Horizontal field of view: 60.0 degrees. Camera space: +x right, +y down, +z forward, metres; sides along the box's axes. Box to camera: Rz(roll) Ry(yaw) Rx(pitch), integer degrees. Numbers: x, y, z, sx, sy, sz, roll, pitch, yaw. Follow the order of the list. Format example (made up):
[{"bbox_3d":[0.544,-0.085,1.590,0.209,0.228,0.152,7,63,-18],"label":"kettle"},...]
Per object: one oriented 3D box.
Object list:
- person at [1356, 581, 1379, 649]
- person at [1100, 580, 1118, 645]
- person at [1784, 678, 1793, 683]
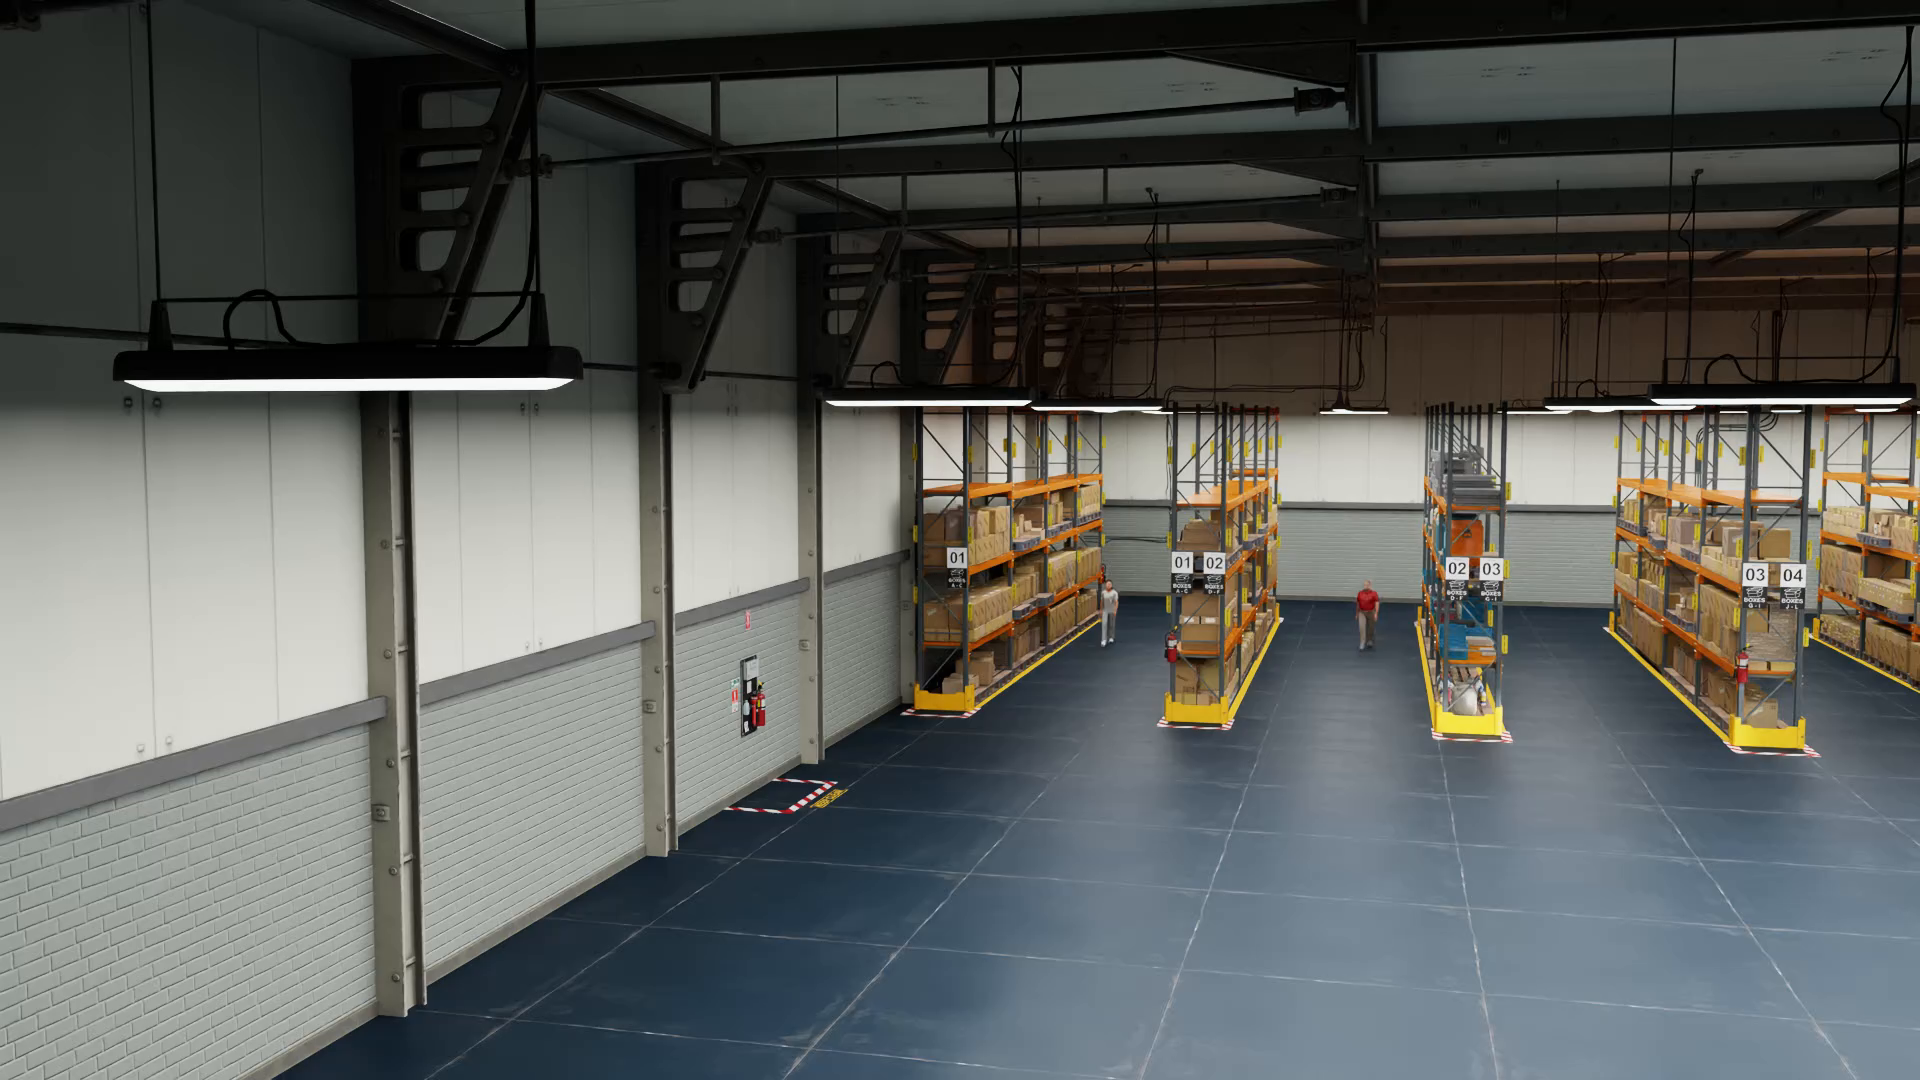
[{"bbox_3d":[10.063,1.840,41.068,0.565,1.655,1.084,1,4,15],"label":"person"},{"bbox_3d":[3.743,1.804,41.774,0.470,1.600,1.044,0,4,5],"label":"person"},{"bbox_3d":[17.715,2.194,36.003,0.662,1.722,1.046,0,4,3],"label":"person"}]
